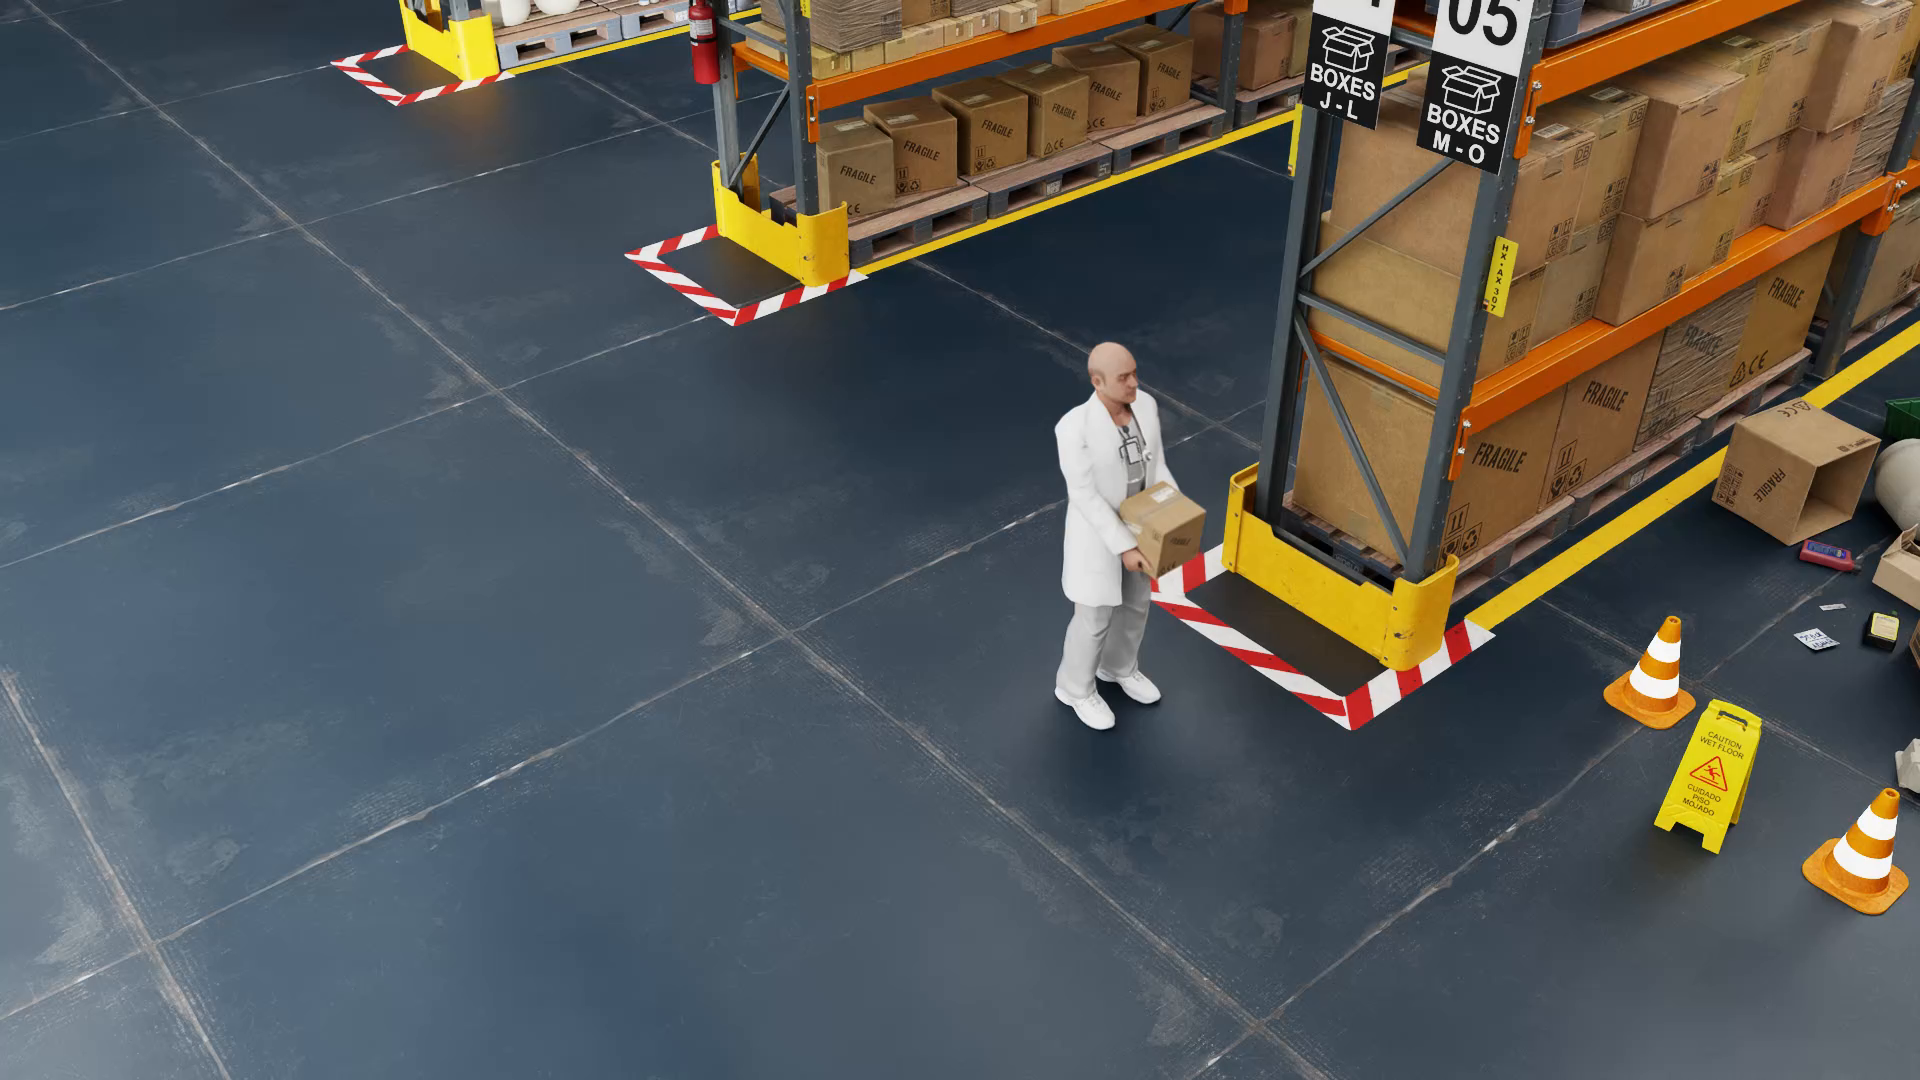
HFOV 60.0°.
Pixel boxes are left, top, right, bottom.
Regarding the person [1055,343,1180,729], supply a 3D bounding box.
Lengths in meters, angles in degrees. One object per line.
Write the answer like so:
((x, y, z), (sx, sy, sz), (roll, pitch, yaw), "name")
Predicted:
((0.712, 0.024, 7.063), (0.529, 1.769, 0.562), (-26, 43, -32), "person")
